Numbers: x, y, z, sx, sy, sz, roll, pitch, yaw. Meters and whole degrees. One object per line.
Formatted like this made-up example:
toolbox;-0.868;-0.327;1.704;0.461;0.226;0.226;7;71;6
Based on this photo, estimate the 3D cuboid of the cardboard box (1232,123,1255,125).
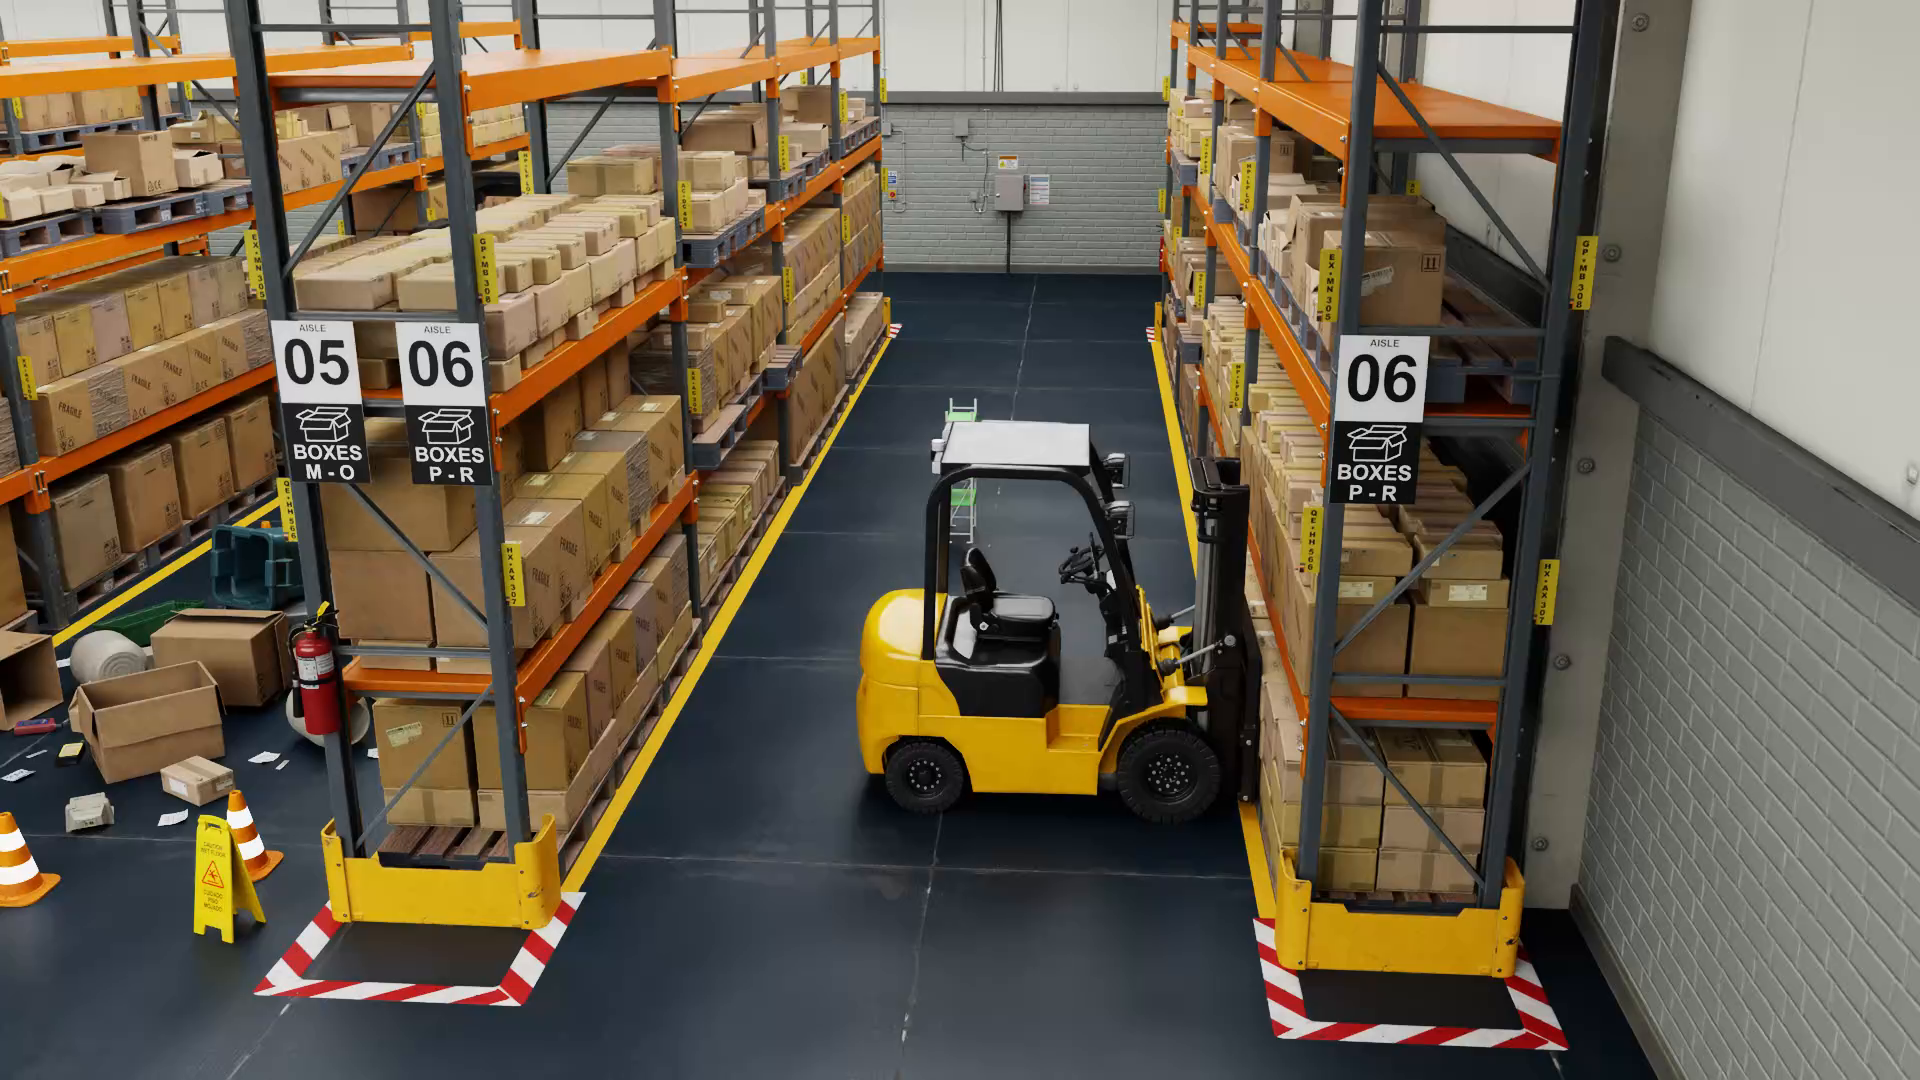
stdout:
cardboard box;3.082;-4.325;17.579;0.380;0.149;0.250;1;18;2

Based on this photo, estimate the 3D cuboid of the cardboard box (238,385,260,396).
cardboard box;-7.329;-1.579;17.061;0.500;0.250;0.500;1;18;3

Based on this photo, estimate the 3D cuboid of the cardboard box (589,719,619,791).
cardboard box;-2.368;1.275;9.955;0.500;0.250;0.500;2;18;6

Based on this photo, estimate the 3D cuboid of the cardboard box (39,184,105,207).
cardboard box;-7.044;-2.733;13.198;0.380;0.149;0.250;1;18;4

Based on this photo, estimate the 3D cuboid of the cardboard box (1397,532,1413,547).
cardboard box;2.467;0.069;8.694;0.380;0.149;0.250;1;18;3

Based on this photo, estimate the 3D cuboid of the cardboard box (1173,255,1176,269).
cardboard box;2.880;-3.436;20.355;0.500;0.250;0.500;1;18;4

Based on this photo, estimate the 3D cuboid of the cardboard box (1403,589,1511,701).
cardboard box;2.518;0.485;8.464;0.500;0.500;0.500;2;18;6

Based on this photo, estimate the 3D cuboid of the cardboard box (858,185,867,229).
cardboard box;-1.481;-4.293;21.442;0.500;0.500;0.500;1;18;4

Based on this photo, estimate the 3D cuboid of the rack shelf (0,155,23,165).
rack shelf;-11.914;-3.840;18.162;1.077;0.370;4.000;1;18;4

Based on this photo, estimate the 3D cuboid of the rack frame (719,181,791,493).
rack frame;-2.172;-1.914;15.946;1.000;3.000;0.127;1;18;4

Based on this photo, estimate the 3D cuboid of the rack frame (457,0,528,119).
rack frame;-6.544;-7.328;22.836;1.000;3.000;0.127;1;18;4

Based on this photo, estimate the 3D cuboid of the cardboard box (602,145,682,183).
cardboard box;-2.494;-2.963;13.095;0.500;0.250;0.500;2;18;5

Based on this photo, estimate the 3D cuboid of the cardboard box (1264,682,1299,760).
cardboard box;1.958;1.004;9.178;0.500;0.250;0.500;2;18;5

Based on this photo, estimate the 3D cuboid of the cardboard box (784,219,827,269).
cardboard box;-1.753;-3.216;18.156;0.500;0.500;0.500;2;18;6

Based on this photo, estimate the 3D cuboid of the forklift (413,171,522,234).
forklift;-4.759;-2.189;16.898;1.130;2.935;3.031;2;18;7

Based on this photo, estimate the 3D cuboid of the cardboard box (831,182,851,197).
cardboard box;-1.547;-4.315;20.467;0.380;0.149;0.250;1;18;4

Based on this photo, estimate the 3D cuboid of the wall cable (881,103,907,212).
wall cable;-1.218;-6.648;28.712;0.585;1.953;0.123;1;18;4

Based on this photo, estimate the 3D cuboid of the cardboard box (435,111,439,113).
cardboard box;-6.516;-5.126;20.369;0.500;0.250;0.500;1;18;4

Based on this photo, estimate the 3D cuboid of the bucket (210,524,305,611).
bucket;-5.114;0.176;12.383;0.726;0.611;0.620;8;10;23

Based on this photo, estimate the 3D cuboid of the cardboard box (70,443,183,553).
cardboard box;-7.376;-0.375;14.190;1.050;0.750;0.750;1;18;4

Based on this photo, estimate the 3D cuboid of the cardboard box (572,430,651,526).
cardboard box;-2.306;-0.395;10.674;0.500;0.500;0.500;2;18;5

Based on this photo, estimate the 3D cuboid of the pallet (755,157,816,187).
pallet;-2.102;-3.798;17.183;1.003;0.211;1.213;2;18;6

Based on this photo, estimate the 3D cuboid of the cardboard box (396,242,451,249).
cardboard box;-2.865;-1.538;9.105;0.380;0.149;0.250;1;18;4

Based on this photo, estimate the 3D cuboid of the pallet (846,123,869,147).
pallet;-1.727;-5.171;21.212;1.003;0.211;1.213;1;18;4

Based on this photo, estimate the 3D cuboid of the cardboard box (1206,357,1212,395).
cardboard box;2.462;-1.444;14.755;0.500;0.250;0.500;1;18;3

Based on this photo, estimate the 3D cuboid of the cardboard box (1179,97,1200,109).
cardboard box;2.934;-5.257;20.291;0.500;0.250;0.500;2;18;5

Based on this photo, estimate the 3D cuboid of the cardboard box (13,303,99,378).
cardboard box;-7.339;-1.587;13.184;0.700;0.500;0.500;1;18;3

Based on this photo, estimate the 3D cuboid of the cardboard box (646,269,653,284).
cardboard box;-2.283;-1.796;11.174;0.380;0.149;0.250;2;18;5

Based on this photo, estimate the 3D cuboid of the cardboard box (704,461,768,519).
cardboard box;-2.268;-0.460;15.055;0.950;0.372;0.625;1;18;3

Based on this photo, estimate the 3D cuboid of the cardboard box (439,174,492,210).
cardboard box;-6.428;-4.510;21.627;0.500;0.500;0.500;1;18;2

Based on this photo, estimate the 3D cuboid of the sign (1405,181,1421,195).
sign;3.046;-2.259;11.224;0.100;0.325;0.005;1;18;4

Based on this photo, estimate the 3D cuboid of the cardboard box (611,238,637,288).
cardboard box;-2.309;-1.709;10.267;0.500;0.250;0.500;1;18;3

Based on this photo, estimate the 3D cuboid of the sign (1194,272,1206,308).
sign;2.237;-2.326;15.472;0.100;0.325;0.005;1;18;4

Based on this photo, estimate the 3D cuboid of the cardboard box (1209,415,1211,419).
cardboard box;2.561;-1.283;16.320;0.380;0.149;0.250;0;18;1

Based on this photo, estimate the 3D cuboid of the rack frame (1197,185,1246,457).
rack frame;2.779;-1.804;15.612;1.000;3.000;0.127;1;18;4

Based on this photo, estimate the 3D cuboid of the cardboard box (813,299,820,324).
cardboard box;-1.792;-2.465;17.869;0.500;0.250;0.500;1;18;4

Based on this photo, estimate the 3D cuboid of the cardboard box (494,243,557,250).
cardboard box;-2.421;-1.530;9.081;0.380;0.149;0.250;1;18;4

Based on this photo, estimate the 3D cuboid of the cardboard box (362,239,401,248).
cardboard box;-6.683;-3.386;19.211;0.380;0.149;0.250;1;18;2

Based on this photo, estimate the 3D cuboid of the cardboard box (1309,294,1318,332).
cardboard box;1.962;-1.137;8.326;0.380;0.149;0.250;1;18;2

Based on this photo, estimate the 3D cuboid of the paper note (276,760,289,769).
paper note;-4.300;1.426;10.555;0.032;0.001;0.123;1;18;4

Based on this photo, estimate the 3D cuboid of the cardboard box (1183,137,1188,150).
cardboard box;2.576;-4.198;17.669;0.380;0.149;0.250;1;18;3

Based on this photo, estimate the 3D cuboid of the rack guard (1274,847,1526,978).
rack guard;2.204;1.876;8.395;1.175;0.500;0.348;1;18;4

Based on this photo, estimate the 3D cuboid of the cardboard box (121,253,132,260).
cardboard box;-11.307;-3.826;22.187;0.380;0.149;0.250;1;18;2

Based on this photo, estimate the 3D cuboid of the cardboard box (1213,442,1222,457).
cardboard box;2.681;-0.479;14.706;0.875;0.625;0.625;2;18;6

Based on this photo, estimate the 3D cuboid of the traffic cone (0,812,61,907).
traffic cone;-5.133;1.695;9.007;0.336;0.463;0.334;1;18;4

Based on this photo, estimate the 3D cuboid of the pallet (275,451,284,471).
pallet;-7.060;-0.910;17.362;1.003;0.211;1.213;1;18;4

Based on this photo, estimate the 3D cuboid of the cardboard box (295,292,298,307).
cardboard box;-6.865;-2.444;16.817;0.380;0.149;0.250;2;18;7

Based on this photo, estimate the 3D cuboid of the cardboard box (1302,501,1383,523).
cardboard box;1.999;-0.092;8.706;0.380;0.149;0.250;2;18;5

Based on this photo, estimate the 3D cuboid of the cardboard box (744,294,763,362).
cardboard box;-1.989;-1.837;14.400;0.500;0.500;0.500;0;18;0

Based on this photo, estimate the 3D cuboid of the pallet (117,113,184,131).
pallet;-11.526;-5.772;23.047;1.003;0.211;1.213;1;18;4

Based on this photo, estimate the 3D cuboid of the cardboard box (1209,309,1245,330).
cardboard box;2.444;-1.984;14.960;0.380;0.149;0.250;2;18;5

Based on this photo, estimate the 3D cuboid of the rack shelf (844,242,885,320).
rack shelf;-1.742;-3.435;21.745;1.077;0.370;4.000;1;18;4

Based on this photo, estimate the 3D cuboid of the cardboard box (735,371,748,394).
cardboard box;-1.983;-1.320;13.864;0.380;0.149;0.250;2;18;6

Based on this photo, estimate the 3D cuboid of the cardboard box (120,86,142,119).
cardboard box;-11.628;-6.005;22.619;0.700;0.500;0.500;1;18;2

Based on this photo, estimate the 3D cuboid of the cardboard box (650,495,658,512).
cardboard box;-2.286;-0.288;11.390;0.380;0.149;0.250;1;18;4

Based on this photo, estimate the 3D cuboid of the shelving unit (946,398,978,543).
shelving unit;0.012;-0.622;14.893;0.258;1.200;0.503;1;18;4
